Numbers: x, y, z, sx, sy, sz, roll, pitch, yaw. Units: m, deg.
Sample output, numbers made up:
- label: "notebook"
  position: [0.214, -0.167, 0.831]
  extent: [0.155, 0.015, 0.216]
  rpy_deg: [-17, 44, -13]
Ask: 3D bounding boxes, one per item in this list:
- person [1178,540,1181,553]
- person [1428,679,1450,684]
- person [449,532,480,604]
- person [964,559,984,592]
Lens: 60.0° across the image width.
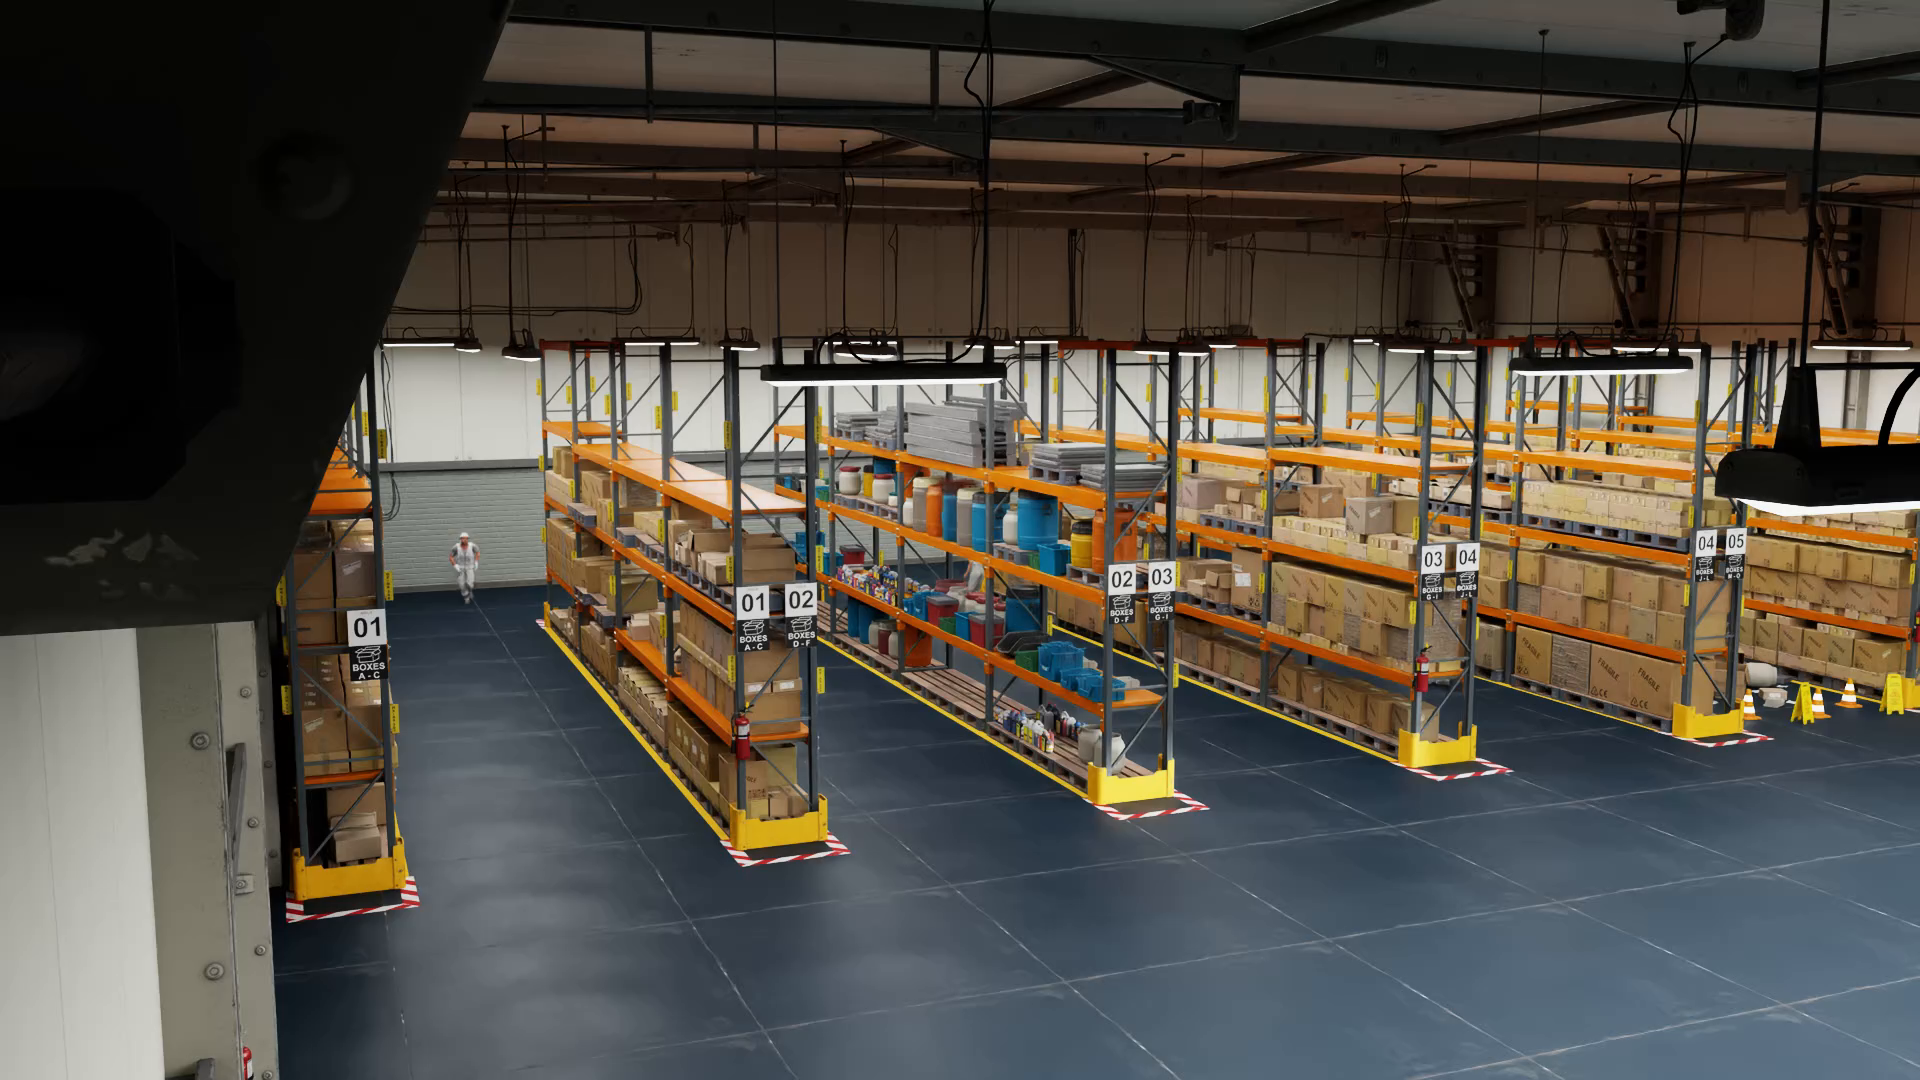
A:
- label: "person"
  position: [5.348, 0.107, 41.492]
  extent: [0.820, 1.643, 0.426]
  rpy_deg: [-3, 8, -22]
- label: "person"
  position: [8.410, 1.716, 29.202]
  extent: [0.547, 1.675, 0.465]
  rpy_deg: [-3, 8, -25]
- label: "person"
  position: [-11.152, 0.636, 37.451]
  extent: [0.663, 1.683, 0.648]
  rpy_deg: [-2, 8, -12]
- label: "person"
  position: [0.417, 0.781, 36.500]
  extent: [0.576, 1.646, 0.507]
  rpy_deg: [7, 10, 41]
